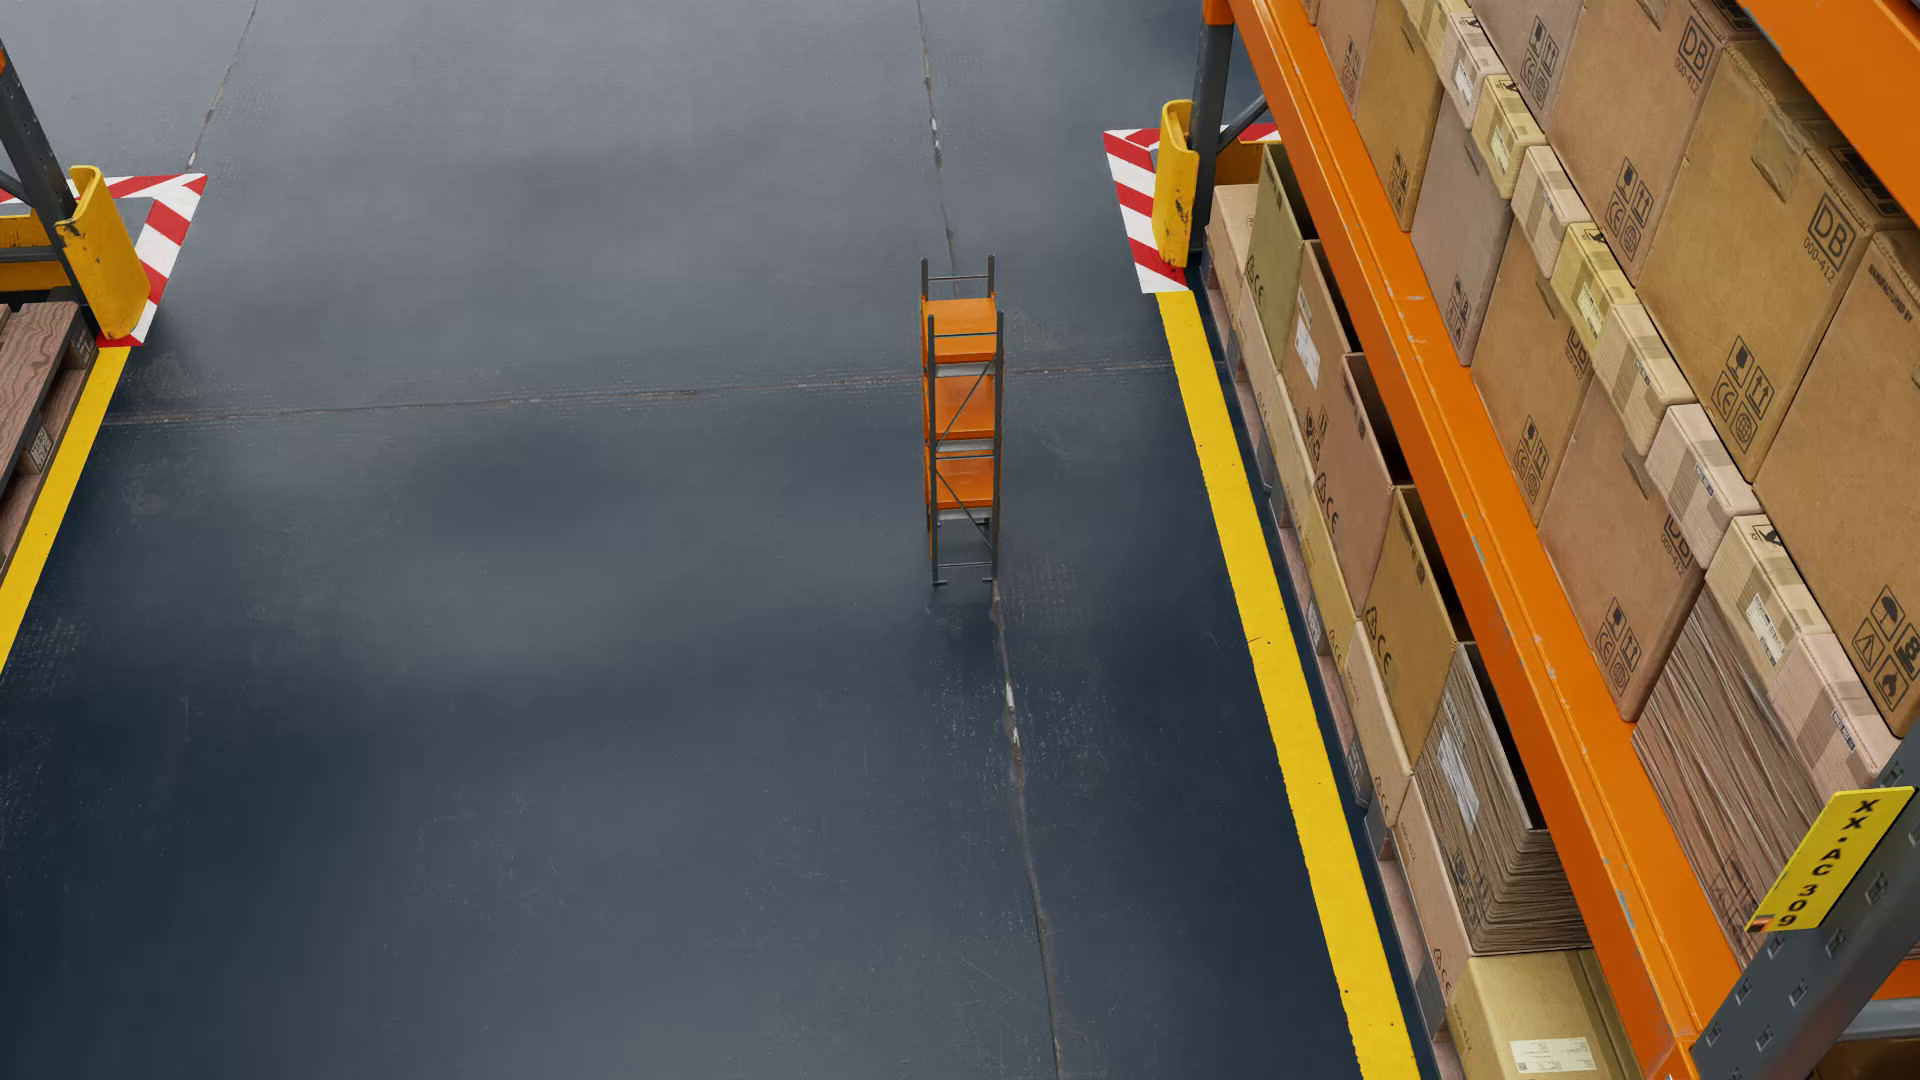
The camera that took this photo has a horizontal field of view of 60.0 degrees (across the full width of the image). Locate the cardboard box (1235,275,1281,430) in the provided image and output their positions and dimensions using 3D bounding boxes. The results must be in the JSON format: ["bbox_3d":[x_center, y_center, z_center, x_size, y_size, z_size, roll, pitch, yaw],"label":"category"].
[{"bbox_3d":[1.200,-0.624,5.379,0.500,0.250,0.500,-3,47,-3],"label":"cardboard box"}]

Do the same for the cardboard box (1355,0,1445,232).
[{"bbox_3d":[1.442,-1.144,4.199,0.700,0.500,0.500,-3,47,-3],"label":"cardboard box"}]

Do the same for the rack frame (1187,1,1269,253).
[{"bbox_3d":[1.331,-2.188,5.256,1.000,3.000,0.127,-3,47,-3],"label":"rack frame"}]

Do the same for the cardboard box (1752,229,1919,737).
[{"bbox_3d":[1.622,-0.095,2.312,0.700,0.500,0.500,-3,47,-3],"label":"cardboard box"}]

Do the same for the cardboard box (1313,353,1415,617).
[{"bbox_3d":[1.277,-0.158,4.421,0.500,0.500,0.500,-3,47,-3],"label":"cardboard box"}]

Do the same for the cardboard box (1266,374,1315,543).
[{"bbox_3d":[1.241,-0.262,5.037,0.500,0.250,0.500,-3,47,-3],"label":"cardboard box"}]

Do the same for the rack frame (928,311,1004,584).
[{"bbox_3d":[0.015,-0.234,4.749,0.200,1.050,0.008,-3,47,-3],"label":"rack frame"}]

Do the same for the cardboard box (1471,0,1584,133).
[{"bbox_3d":[1.496,-1.184,3.343,0.700,0.500,0.500,-3,47,-3],"label":"cardboard box"}]

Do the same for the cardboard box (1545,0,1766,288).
[{"bbox_3d":[1.538,-0.823,3.001,0.700,0.500,0.500,-4,47,-3],"label":"cardboard box"}]

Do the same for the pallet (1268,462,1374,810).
[{"bbox_3d":[1.536,0.202,4.913,1.003,0.211,1.213,-3,47,-3],"label":"pallet"}]

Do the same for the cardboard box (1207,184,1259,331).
[{"bbox_3d":[1.154,-0.985,5.722,0.500,0.250,0.500,-3,47,-3],"label":"cardboard box"}]

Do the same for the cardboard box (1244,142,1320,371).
[{"bbox_3d":[1.198,-0.881,5.107,0.500,0.500,0.500,-3,47,-3],"label":"cardboard box"}]

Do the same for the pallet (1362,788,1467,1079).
[{"bbox_3d":[1.641,1.087,4.075,1.003,0.211,1.213,-3,47,-3],"label":"pallet"}]

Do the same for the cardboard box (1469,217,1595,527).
[{"bbox_3d":[1.534,-0.393,3.488,0.700,0.500,0.500,-3,47,-3],"label":"cardboard box"}]

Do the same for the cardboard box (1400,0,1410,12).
[{"bbox_3d":[1.237,-1.401,3.996,0.380,0.149,0.250,-5,47,-5],"label":"cardboard box"}]

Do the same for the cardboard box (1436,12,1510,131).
[{"bbox_3d":[1.277,-1.036,3.650,0.380,0.149,0.250,-3,47,-3],"label":"cardboard box"}]

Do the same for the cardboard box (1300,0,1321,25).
[{"bbox_3d":[1.357,-1.884,4.899,0.700,0.500,0.500,-3,47,-3],"label":"cardboard box"}]

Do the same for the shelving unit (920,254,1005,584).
[{"bbox_3d":[0.004,-0.322,4.832,0.215,1.050,0.252,-3,47,-3],"label":"shelving unit"}]

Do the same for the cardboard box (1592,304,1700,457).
[{"bbox_3d":[1.363,-0.293,2.946,0.380,0.149,0.250,-4,47,-3],"label":"cardboard box"}]

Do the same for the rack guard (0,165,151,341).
[{"bbox_3d":[-3.552,-0.978,5.832,1.175,0.500,0.348,-3,47,-3],"label":"rack guard"}]

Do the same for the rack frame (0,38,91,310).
[{"bbox_3d":[-3.605,-1.889,4.973,1.000,3.000,0.127,-3,47,-3],"label":"rack frame"}]

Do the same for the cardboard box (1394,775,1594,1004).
[{"bbox_3d":[1.377,0.823,4.009,0.500,0.250,0.500,-3,47,-3],"label":"cardboard box"}]

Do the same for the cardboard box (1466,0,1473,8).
[{"bbox_3d":[1.454,-1.547,3.686,0.700,0.500,0.500,-3,47,-3],"label":"cardboard box"}]

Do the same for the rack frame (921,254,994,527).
[{"bbox_3d":[-0.006,-0.411,4.916,0.200,1.050,0.008,-3,47,-3],"label":"rack frame"}]

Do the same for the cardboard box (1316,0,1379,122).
[{"bbox_3d":[1.406,-1.504,4.540,0.700,0.500,0.500,-2,47,-2],"label":"cardboard box"}]

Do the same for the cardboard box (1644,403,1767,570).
[{"bbox_3d":[1.386,-0.103,2.766,0.380,0.149,0.250,-5,47,-4],"label":"cardboard box"}]

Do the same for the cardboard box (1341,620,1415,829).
[{"bbox_3d":[1.321,0.462,4.351,0.500,0.250,0.500,-3,47,-3],"label":"cardboard box"}]

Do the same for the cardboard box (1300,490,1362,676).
[{"bbox_3d":[1.278,0.100,4.694,0.500,0.250,0.500,-3,47,-3],"label":"cardboard box"}]

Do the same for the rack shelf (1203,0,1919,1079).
[{"bbox_3d":[1.498,-0.493,4.147,1.077,0.370,4.000,-3,47,-3],"label":"rack shelf"}]

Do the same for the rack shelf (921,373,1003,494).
[{"bbox_3d":[0.004,-0.315,4.840,0.215,0.259,0.240,-3,47,-3],"label":"rack shelf"}]

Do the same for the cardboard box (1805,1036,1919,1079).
[{"bbox_3d":[1.939,0.895,3.425,0.500,0.500,0.500,-3,47,-3],"label":"cardboard box"}]

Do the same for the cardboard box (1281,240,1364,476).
[{"bbox_3d":[1.253,-0.520,4.765,0.500,0.500,0.500,-3,47,-3],"label":"cardboard box"}]

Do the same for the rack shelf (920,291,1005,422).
[{"bbox_3d":[0.004,-0.510,4.634,0.215,0.259,0.240,-3,47,-3],"label":"rack shelf"}]

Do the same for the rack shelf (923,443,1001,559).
[{"bbox_3d":[0.004,-0.124,5.042,0.215,0.259,0.240,-3,47,-3],"label":"rack shelf"}]

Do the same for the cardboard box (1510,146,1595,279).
[{"bbox_3d":[1.325,-0.654,3.287,0.380,0.149,0.250,-2,47,-2],"label":"cardboard box"}]

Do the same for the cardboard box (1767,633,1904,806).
[{"bbox_3d":[1.430,0.265,2.417,0.380,0.149,0.250,-4,47,-3],"label":"cardboard box"}]

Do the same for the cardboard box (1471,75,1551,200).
[{"bbox_3d":[1.300,-0.846,3.469,0.380,0.149,0.250,-2,47,-2],"label":"cardboard box"}]

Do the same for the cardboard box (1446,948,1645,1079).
[{"bbox_3d":[1.409,1.185,3.666,0.500,0.250,0.500,-3,47,-3],"label":"cardboard box"}]

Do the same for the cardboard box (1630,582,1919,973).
[{"bbox_3d":[1.622,0.351,2.783,0.700,0.500,0.500,-5,47,-4],"label":"cardboard box"}]

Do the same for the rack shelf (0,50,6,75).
[{"bbox_3d":[-3.438,-0.195,3.864,1.077,0.370,4.000,-3,47,-3],"label":"rack shelf"}]

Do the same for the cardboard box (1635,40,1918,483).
[{"bbox_3d":[1.579,-0.460,2.658,0.700,0.500,0.500,-4,47,-3],"label":"cardboard box"}]

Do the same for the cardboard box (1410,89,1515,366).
[{"bbox_3d":[1.490,-0.764,3.838,0.700,0.500,0.500,-2,47,-2],"label":"cardboard box"}]

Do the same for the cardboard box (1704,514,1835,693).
[{"bbox_3d":[1.411,0.086,2.587,0.380,0.149,0.250,-4,47,-4],"label":"cardboard box"}]

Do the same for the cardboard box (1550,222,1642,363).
[{"bbox_3d":[1.346,-0.471,3.115,0.380,0.149,0.250,-4,47,-3],"label":"cardboard box"}]

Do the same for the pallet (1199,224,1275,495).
[{"bbox_3d":[1.437,-0.678,5.747,1.003,0.211,1.213,-3,47,-3],"label":"pallet"}]

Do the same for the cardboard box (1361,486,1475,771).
[{"bbox_3d":[1.333,0.203,4.080,0.500,0.500,0.500,-3,47,-3],"label":"cardboard box"}]

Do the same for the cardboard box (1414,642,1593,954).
[{"bbox_3d":[1.379,0.565,3.737,0.500,0.500,0.500,-3,47,-3],"label":"cardboard box"}]

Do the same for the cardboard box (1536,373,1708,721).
[{"bbox_3d":[1.572,-0.030,3.144,0.700,0.500,0.500,-4,47,-4],"label":"cardboard box"}]

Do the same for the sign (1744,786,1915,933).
[{"bbox_3d":[1.113,0.416,2.139,0.100,0.325,0.005,-3,47,-3],"label":"sign"}]

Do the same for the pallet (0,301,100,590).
[{"bbox_3d":[-3.489,-0.290,5.380,1.003,0.211,1.213,-3,47,-3],"label":"pallet"}]

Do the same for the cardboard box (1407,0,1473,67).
[{"bbox_3d":[1.259,-1.217,3.821,0.380,0.149,0.250,-4,47,-4],"label":"cardboard box"}]

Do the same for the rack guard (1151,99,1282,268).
[{"bbox_3d":[1.329,-1.346,6.180,1.175,0.500,0.348,-3,47,-3],"label":"rack guard"}]
